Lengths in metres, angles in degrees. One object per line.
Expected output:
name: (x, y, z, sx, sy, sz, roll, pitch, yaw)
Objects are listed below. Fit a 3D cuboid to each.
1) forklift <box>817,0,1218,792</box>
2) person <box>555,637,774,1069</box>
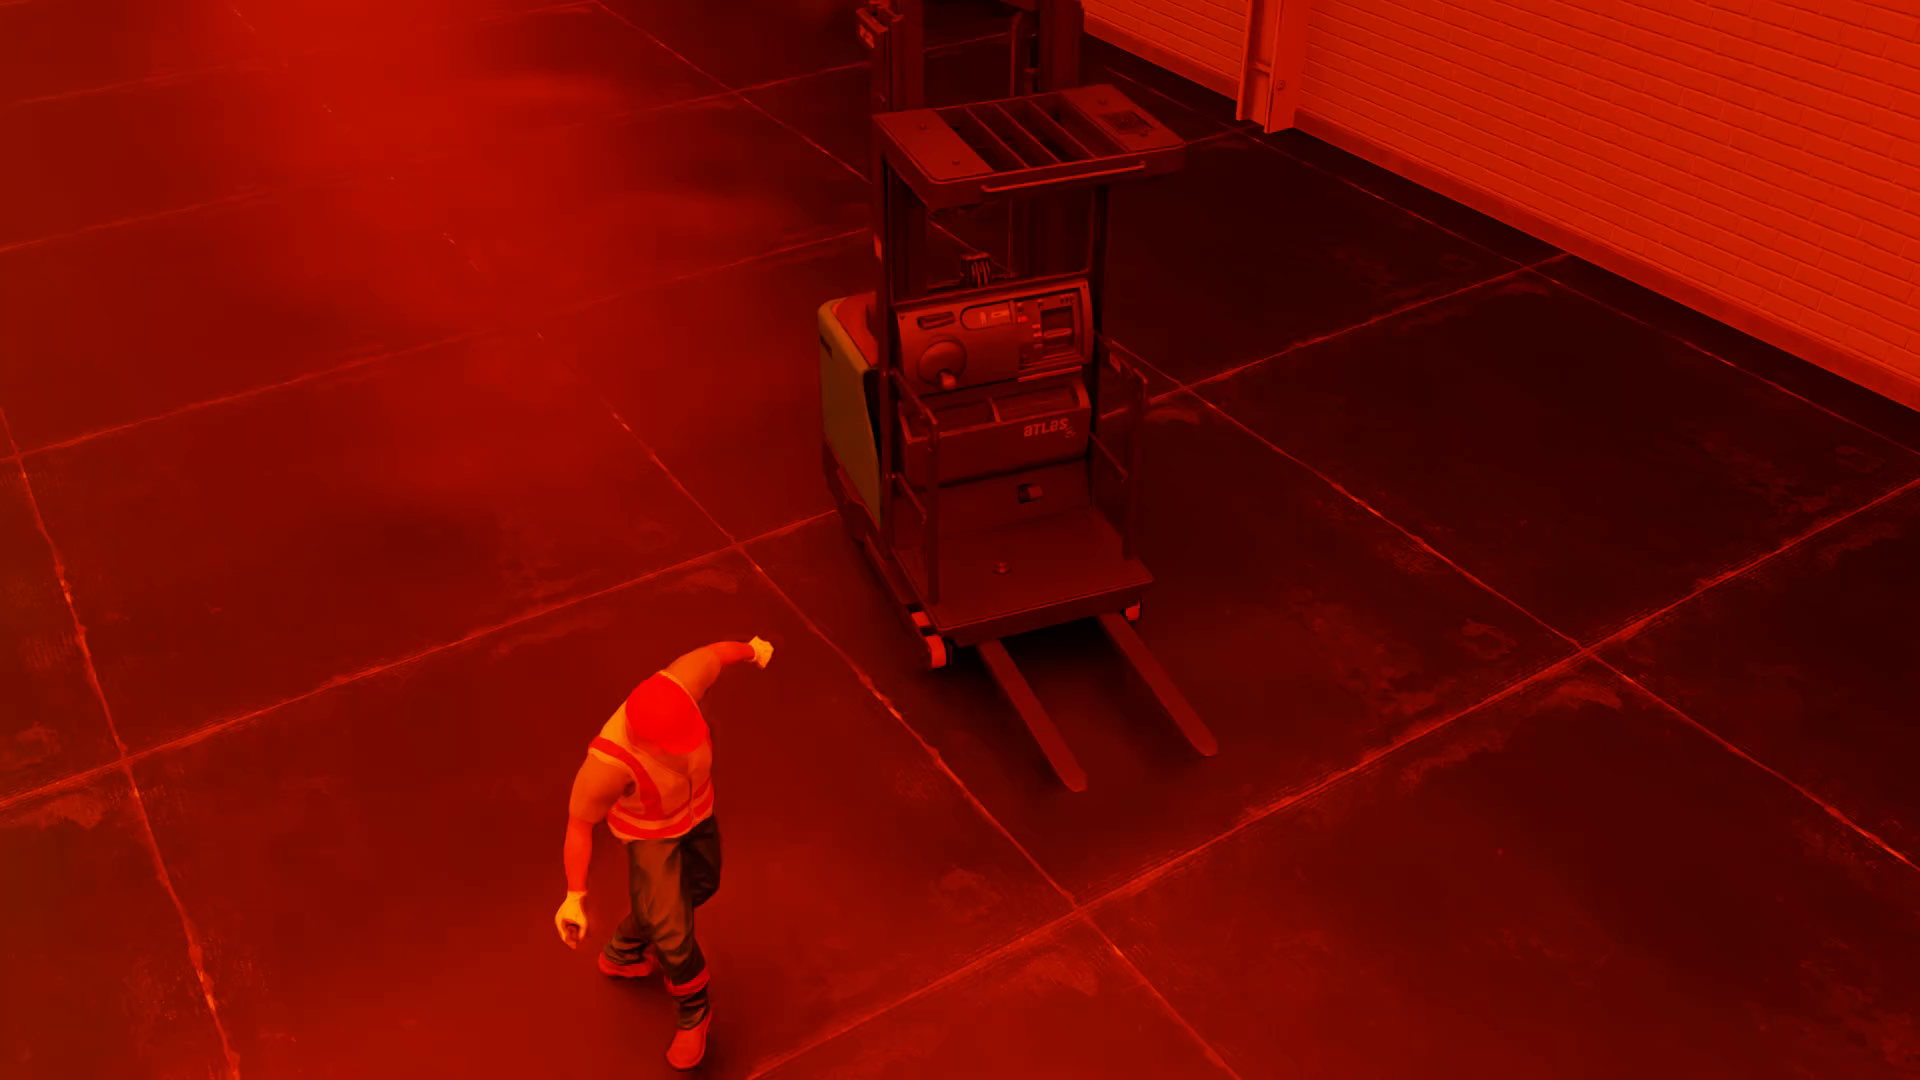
forklift: (0.244, -0.863, 7.375, 1.130, 2.935, 3.031, -12, 37, -17)
person: (-0.979, 0.989, 5.962, 0.653, 1.677, 1.230, 19, 40, 25)
